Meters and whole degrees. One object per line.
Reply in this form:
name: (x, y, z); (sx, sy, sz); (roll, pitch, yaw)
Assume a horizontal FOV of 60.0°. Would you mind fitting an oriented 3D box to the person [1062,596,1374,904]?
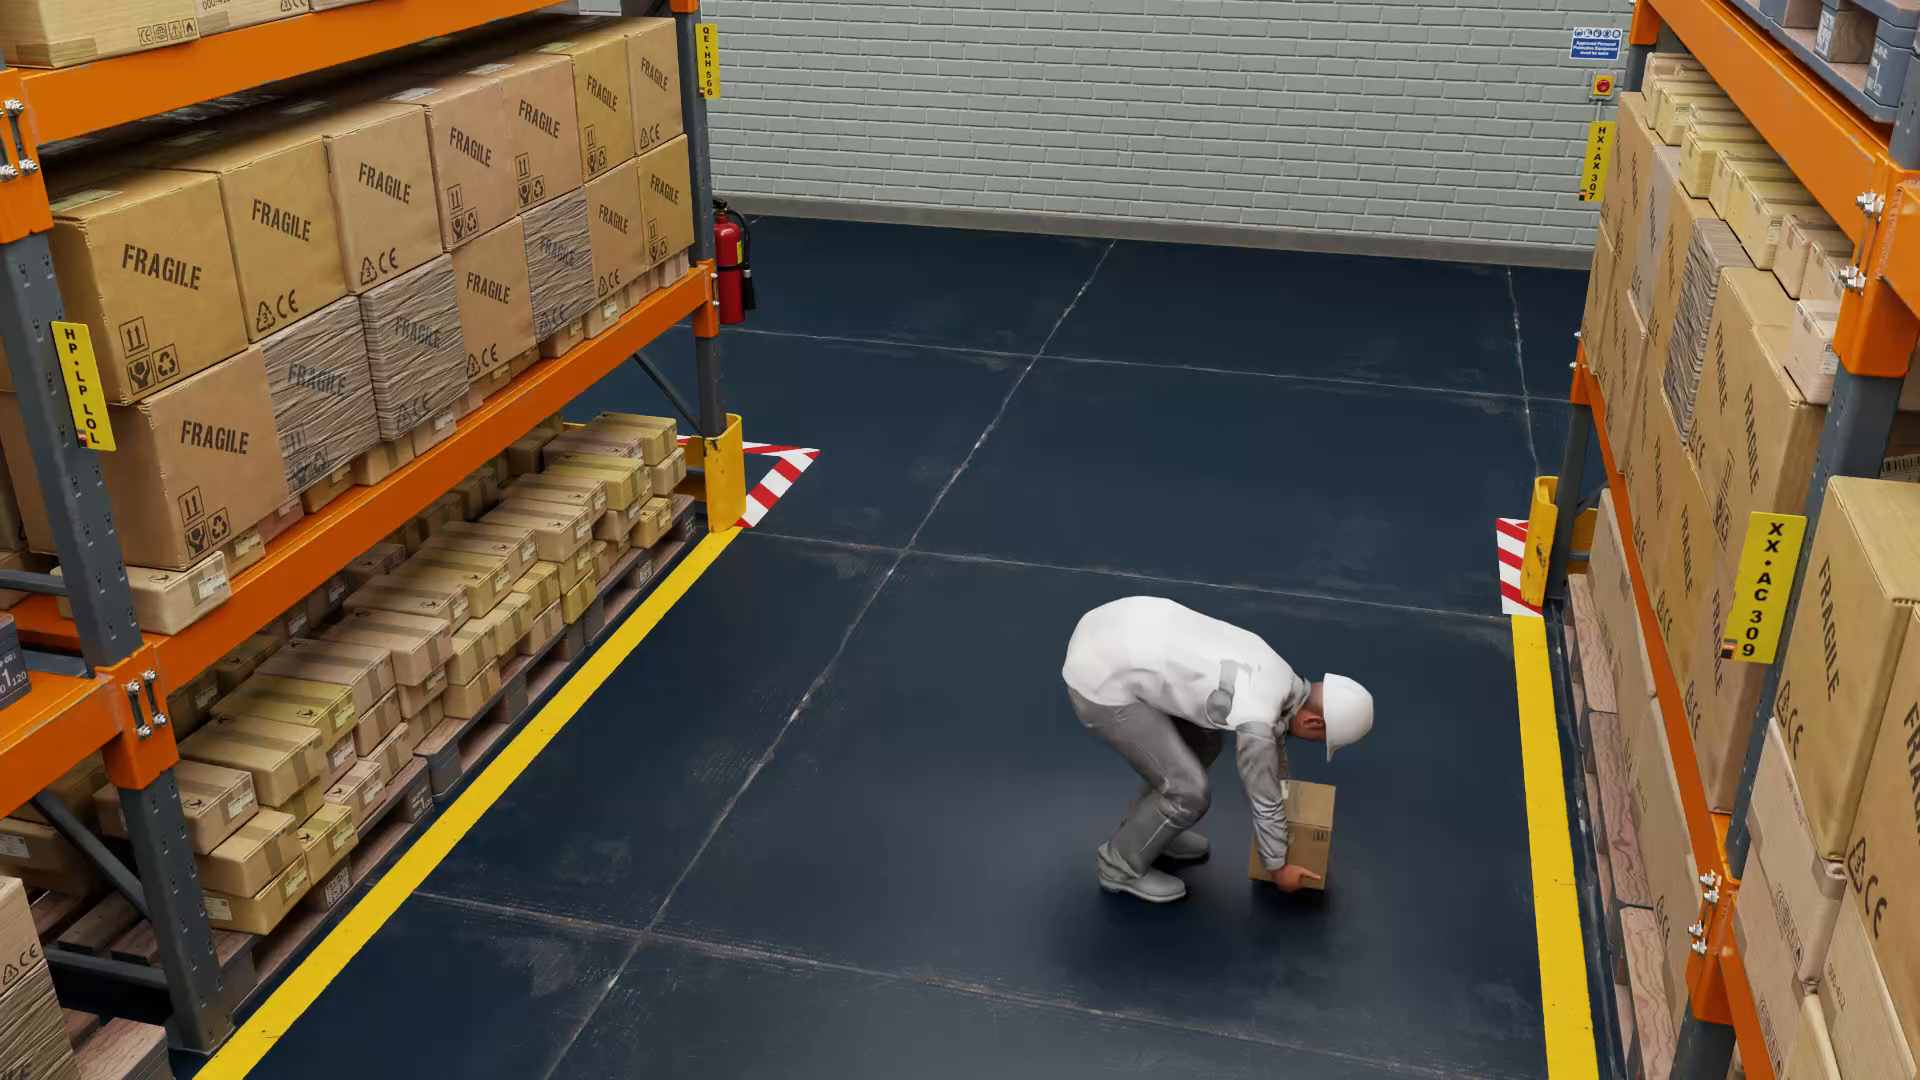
person: (0.835, 0.692, 5.495); (1.000, 1.014, 0.489); (5, 26, 11)
